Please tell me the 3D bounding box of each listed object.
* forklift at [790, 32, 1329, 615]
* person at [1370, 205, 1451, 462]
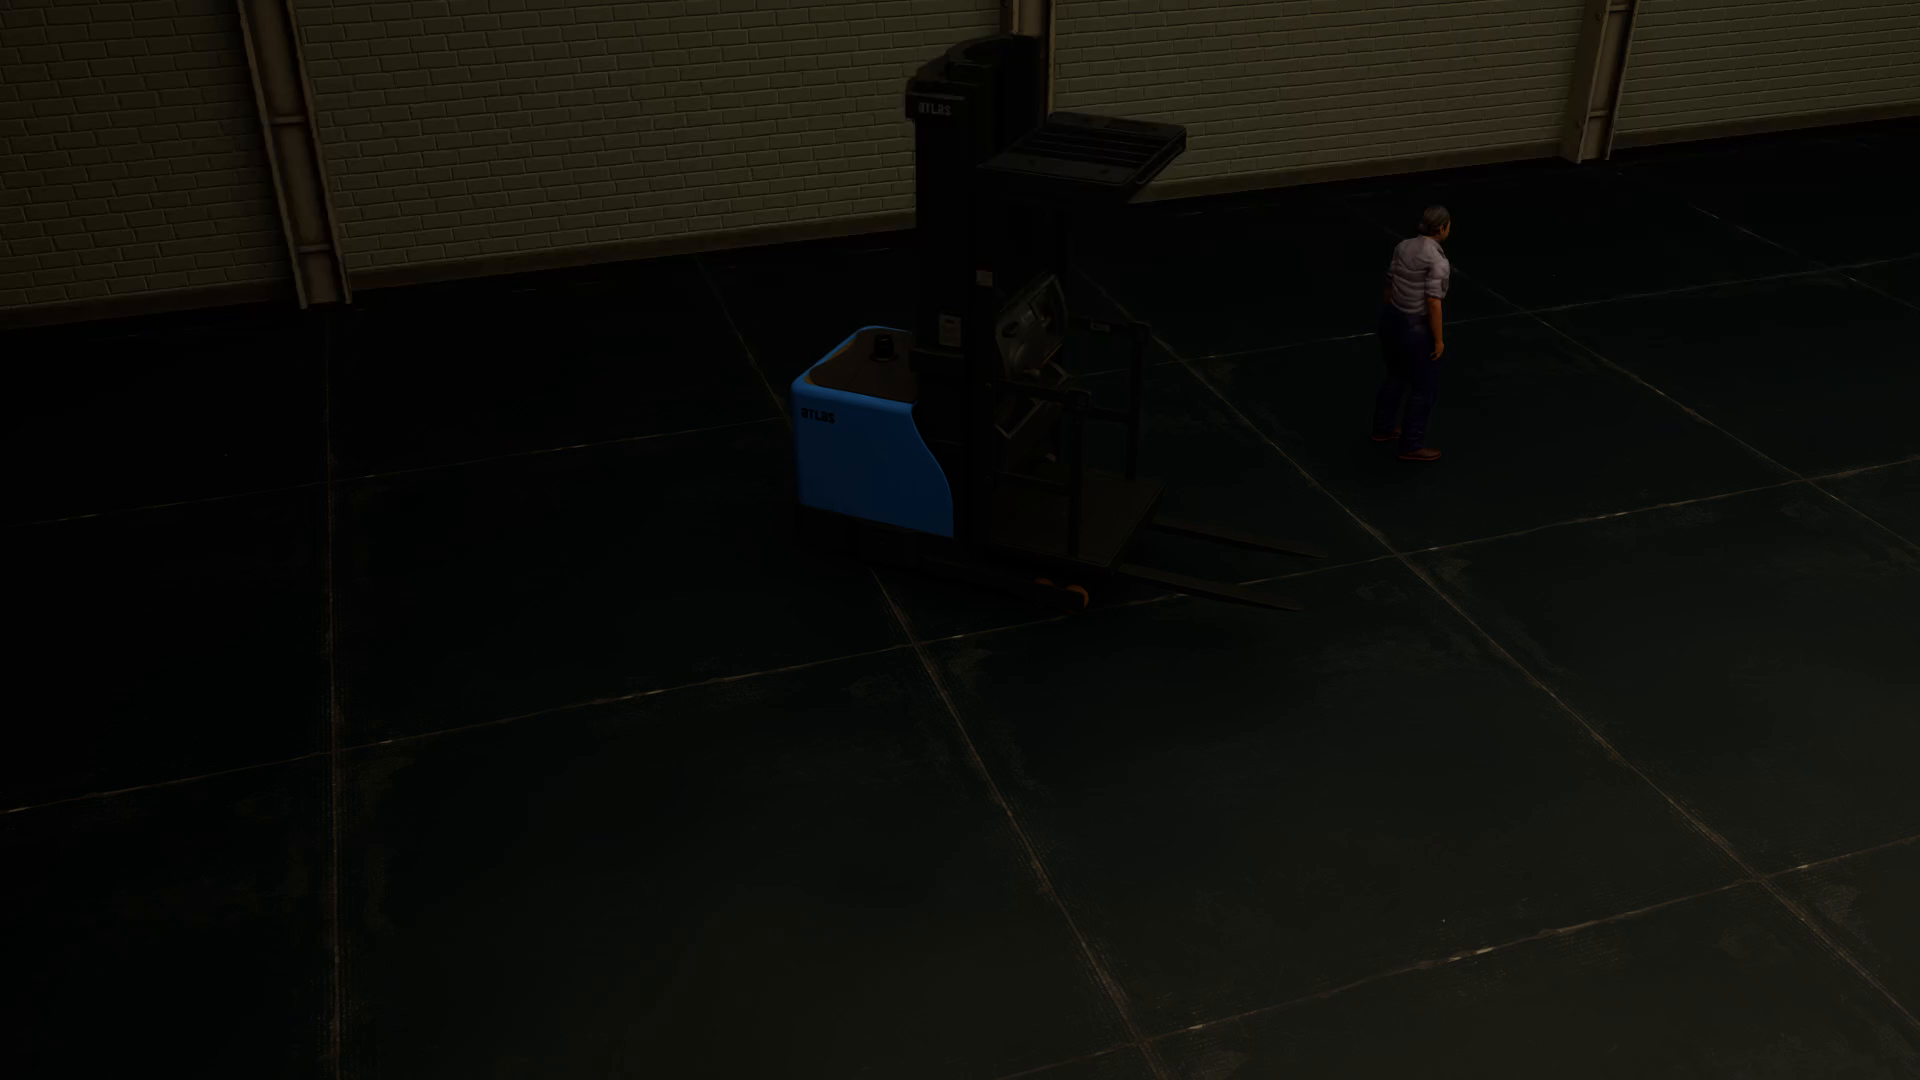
[{"bbox_3d":[0.579,-1.154,9.093,3.031,2.935,1.130,12,32,20],"label":"forklift"},{"bbox_3d":[2.921,-1.336,10.696,0.373,1.650,0.549,-13,32,-21],"label":"person"}]
